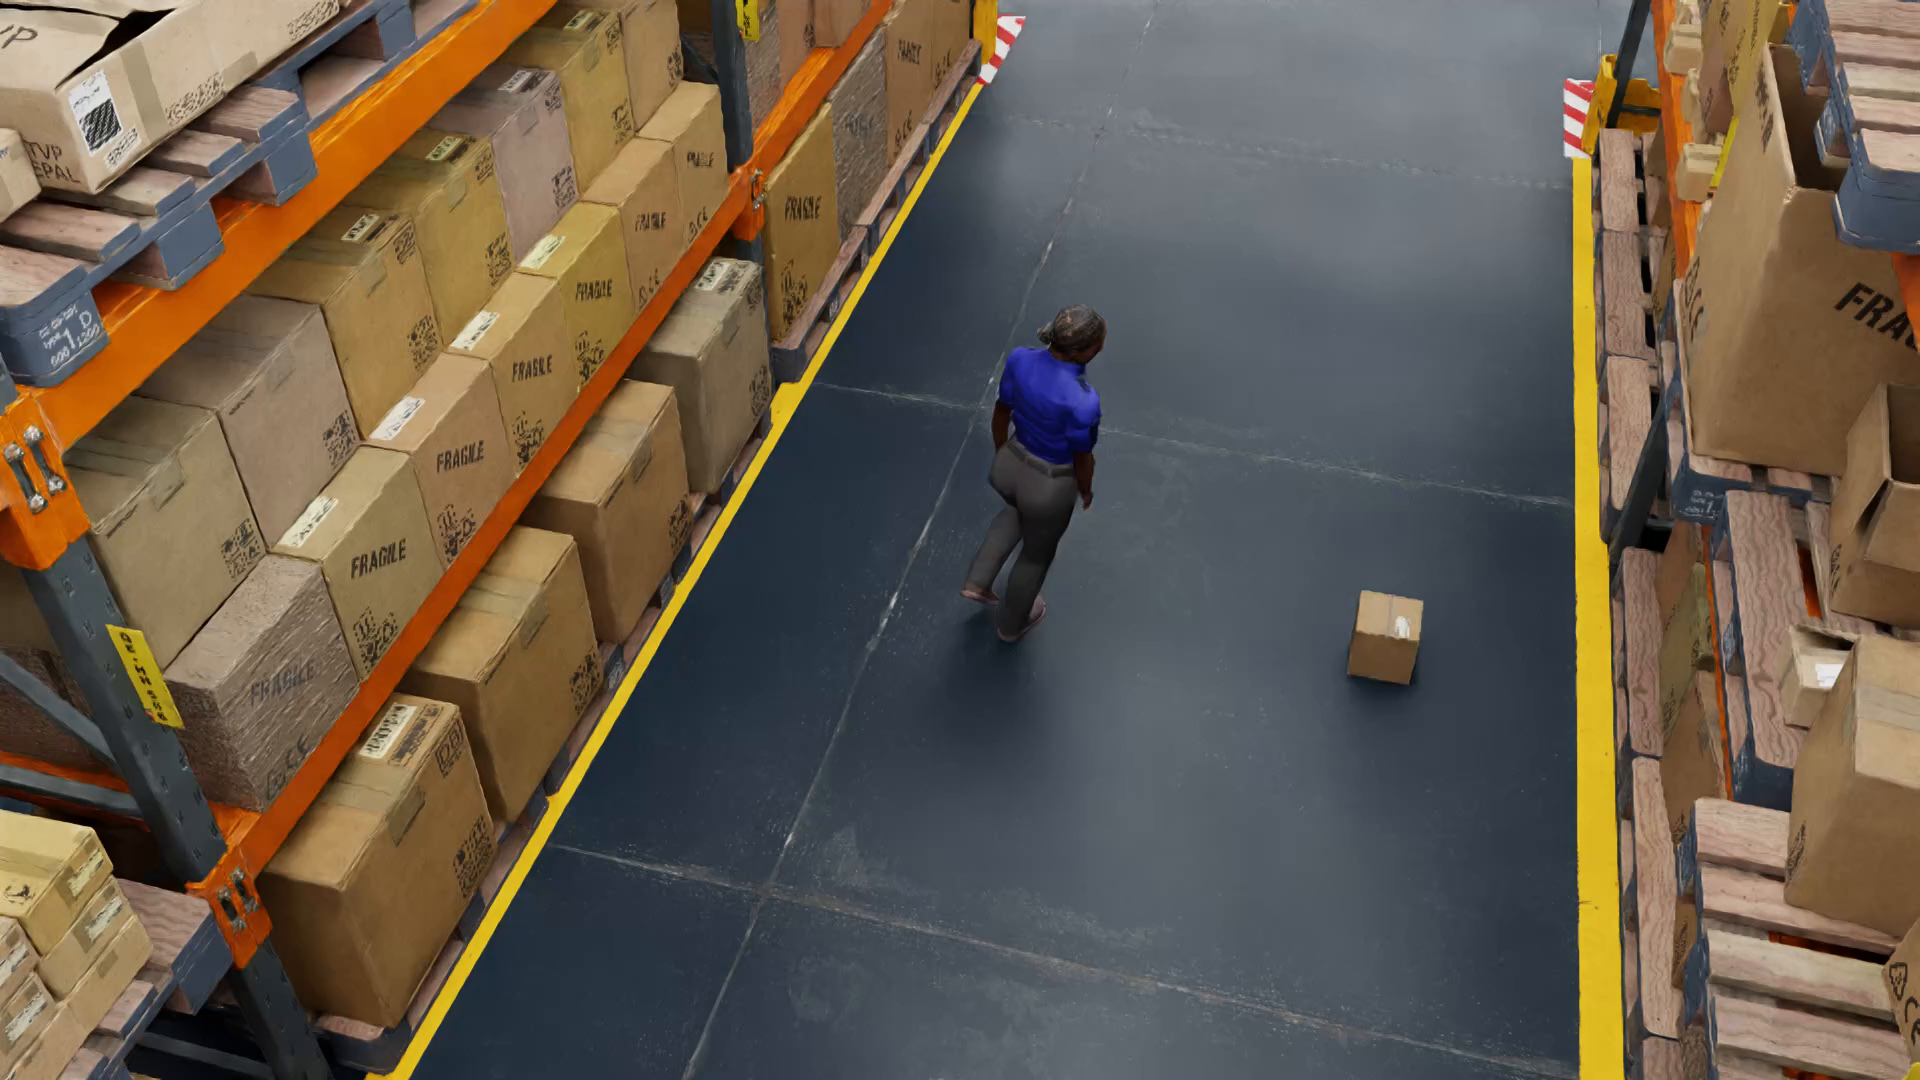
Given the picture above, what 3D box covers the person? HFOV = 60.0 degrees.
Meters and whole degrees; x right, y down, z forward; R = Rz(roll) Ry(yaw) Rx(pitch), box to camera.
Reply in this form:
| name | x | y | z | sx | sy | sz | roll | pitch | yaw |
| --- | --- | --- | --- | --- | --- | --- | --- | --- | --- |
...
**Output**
| name | x | y | z | sx | sy | sz | roll | pitch | yaw |
| --- | --- | --- | --- | --- | --- | --- | --- | --- | --- |
| person | 0.301 | -0.232 | 6.435 | 0.530 | 1.634 | 0.453 | 33 | 51 | 32 |
